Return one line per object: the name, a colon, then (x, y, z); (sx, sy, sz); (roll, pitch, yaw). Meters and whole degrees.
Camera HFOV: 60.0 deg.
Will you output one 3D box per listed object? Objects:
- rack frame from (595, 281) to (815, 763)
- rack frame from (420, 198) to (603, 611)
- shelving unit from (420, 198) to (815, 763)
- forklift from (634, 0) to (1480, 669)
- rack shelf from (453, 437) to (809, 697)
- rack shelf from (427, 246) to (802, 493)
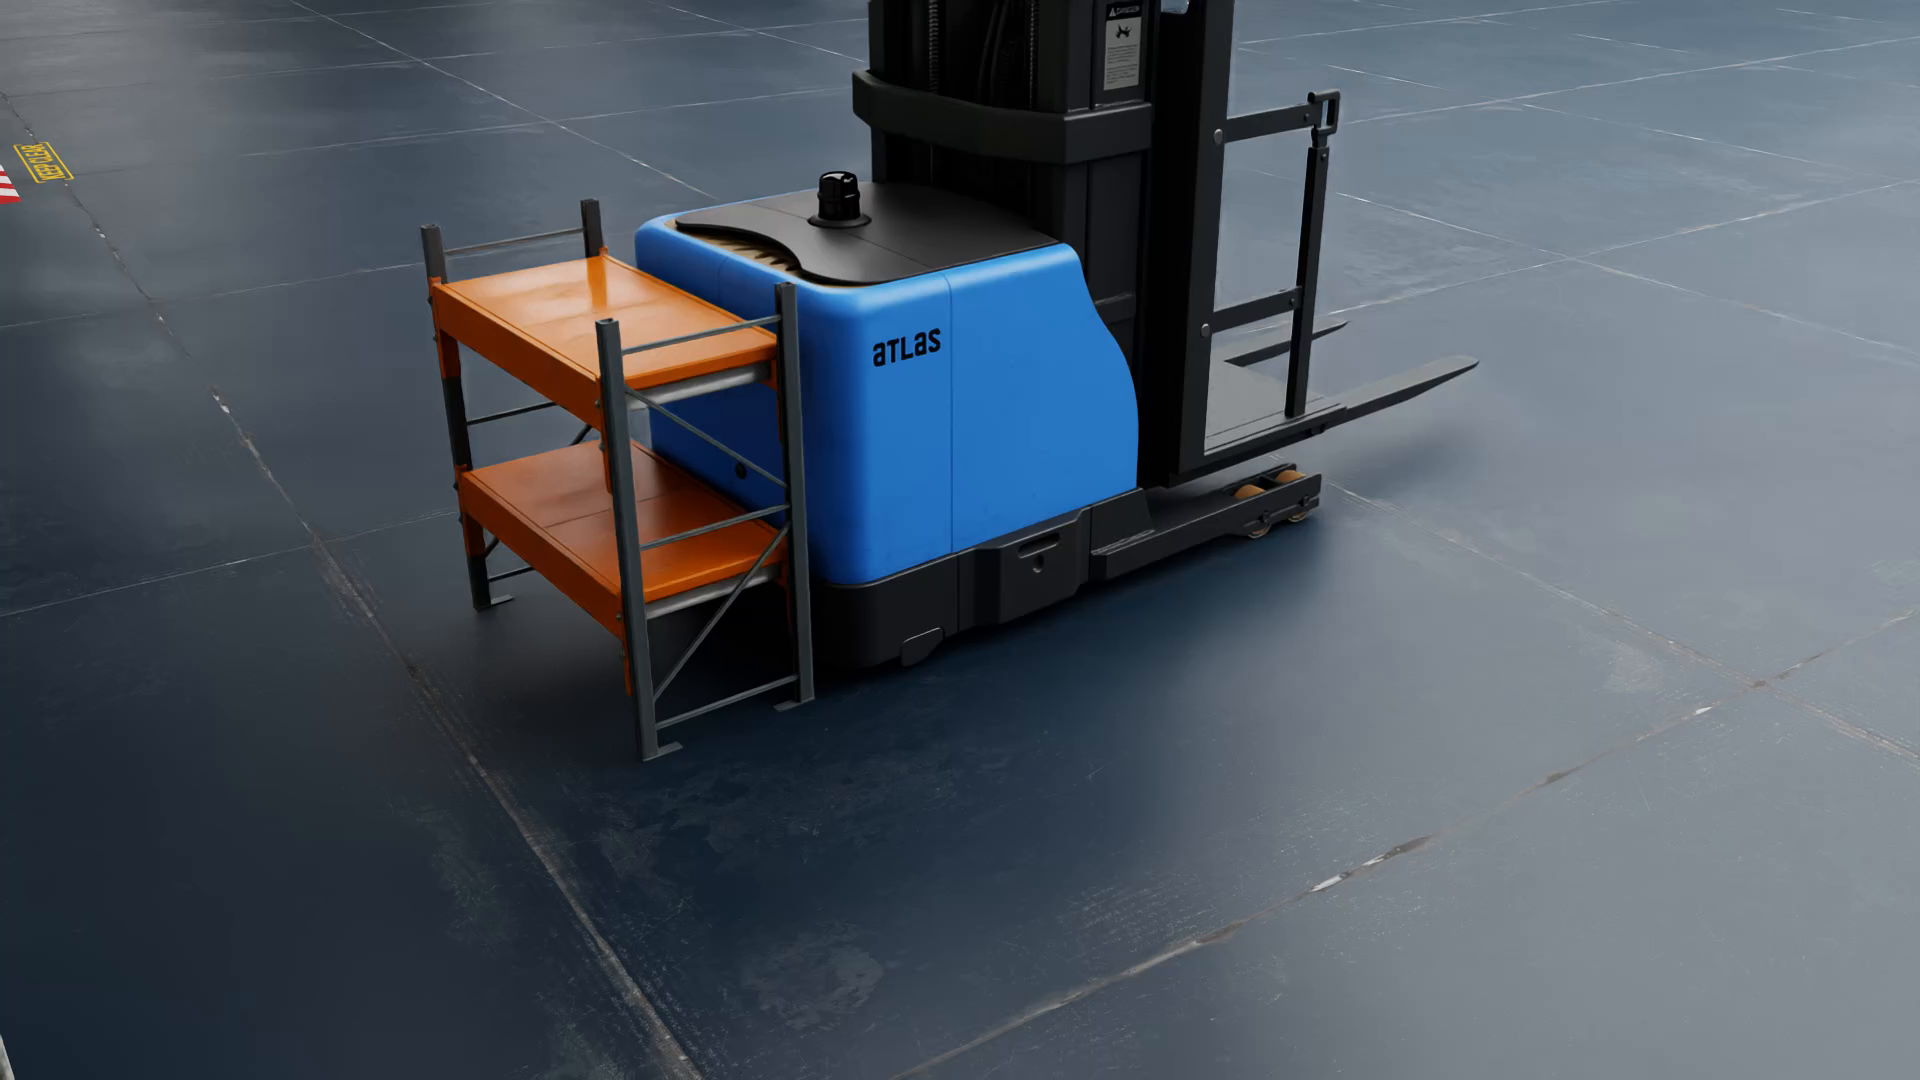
rack frame: (-0.589, -0.030, 3.995); (0.500, 1.125, 0.032); (-18, 31, -33)
rack frame: (-1.208, -0.374, 4.725); (0.500, 1.125, 0.032); (-18, 31, -33)
shelving unit: (-0.899, -0.202, 4.360); (0.538, 1.125, 1.048); (-18, 31, -33)
forklift: (0.538, -1.486, 4.965); (3.031, 2.935, 1.130); (-19, 31, -35)
rack shelf: (-0.899, 0.019, 4.464); (0.538, 0.278, 1.000); (-18, 31, -33)
rack shelf: (-0.899, -0.467, 4.235); (0.538, 0.278, 1.000); (-18, 31, -33)
